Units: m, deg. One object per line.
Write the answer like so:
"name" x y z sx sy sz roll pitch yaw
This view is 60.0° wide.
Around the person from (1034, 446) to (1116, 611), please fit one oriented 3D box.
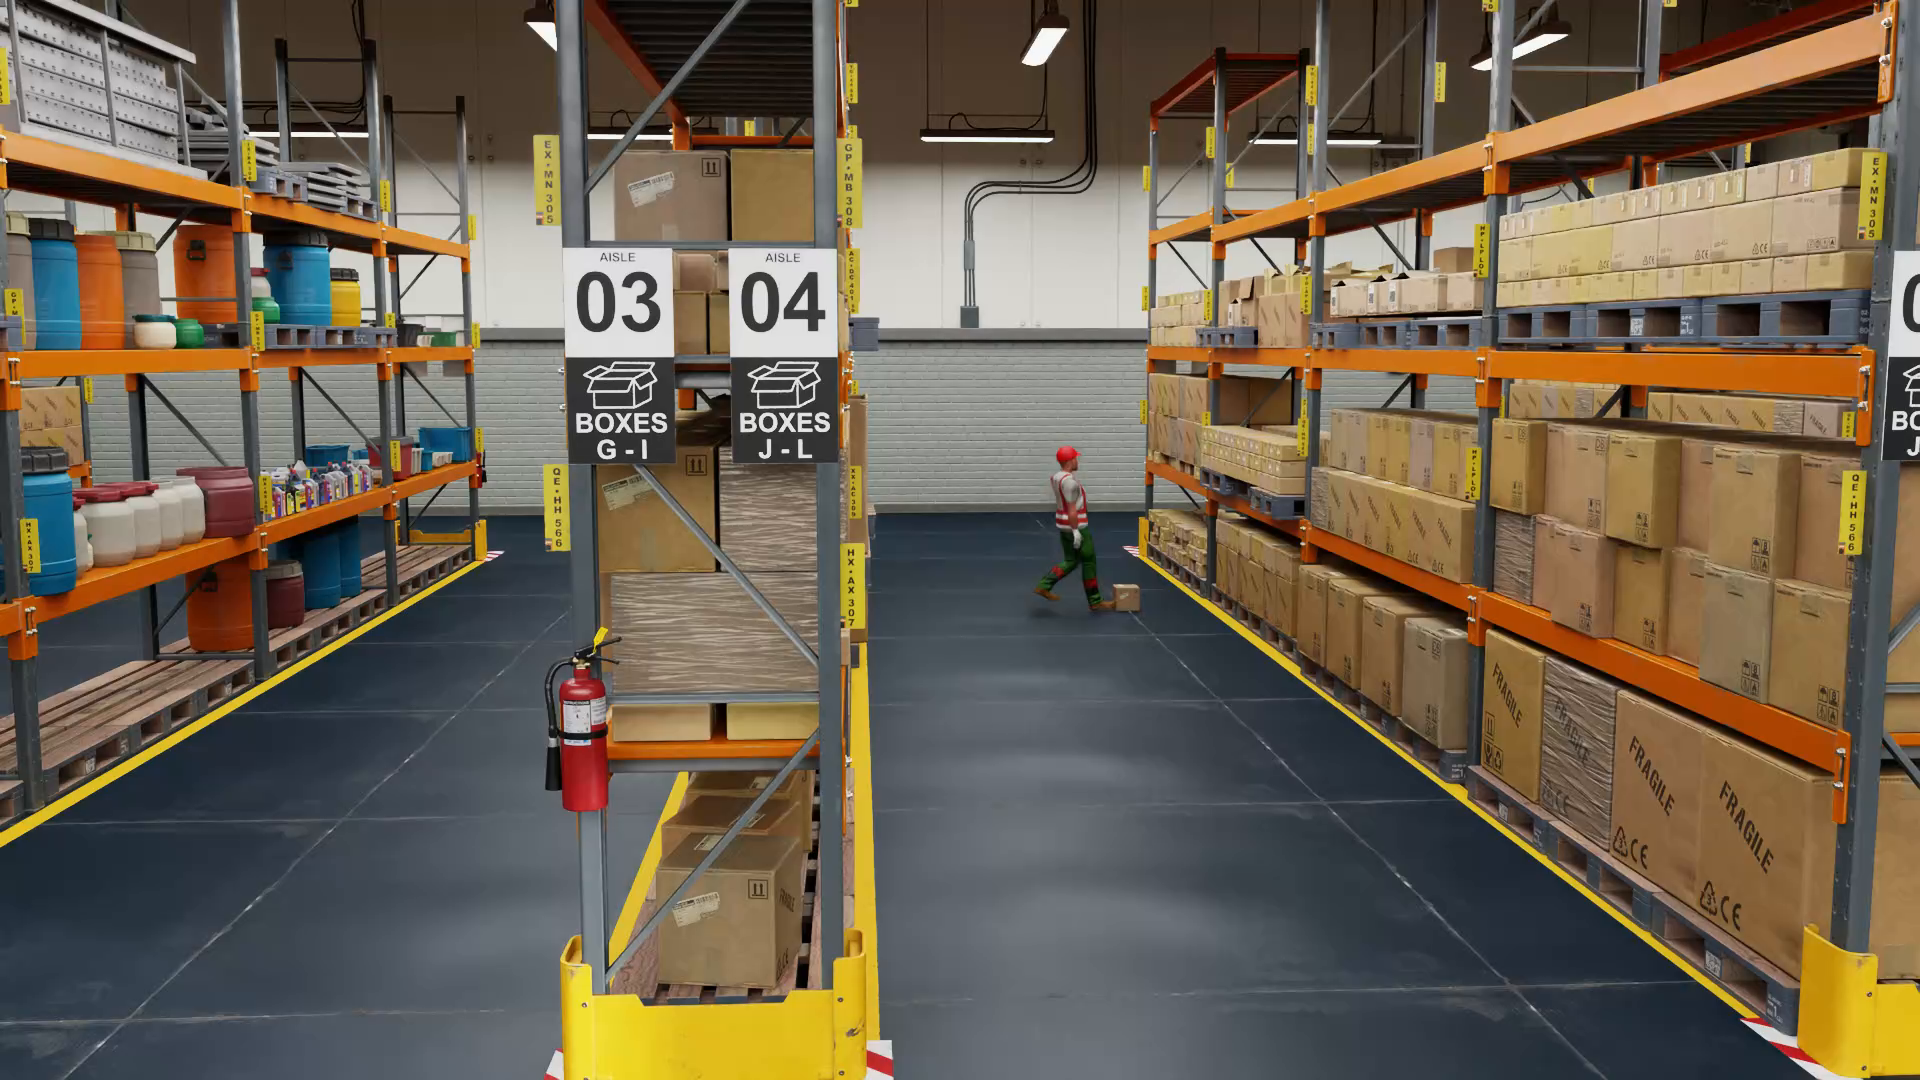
"person" 1.238 -0.128 17.745 0.852 1.764 0.546 -2 7 -17
